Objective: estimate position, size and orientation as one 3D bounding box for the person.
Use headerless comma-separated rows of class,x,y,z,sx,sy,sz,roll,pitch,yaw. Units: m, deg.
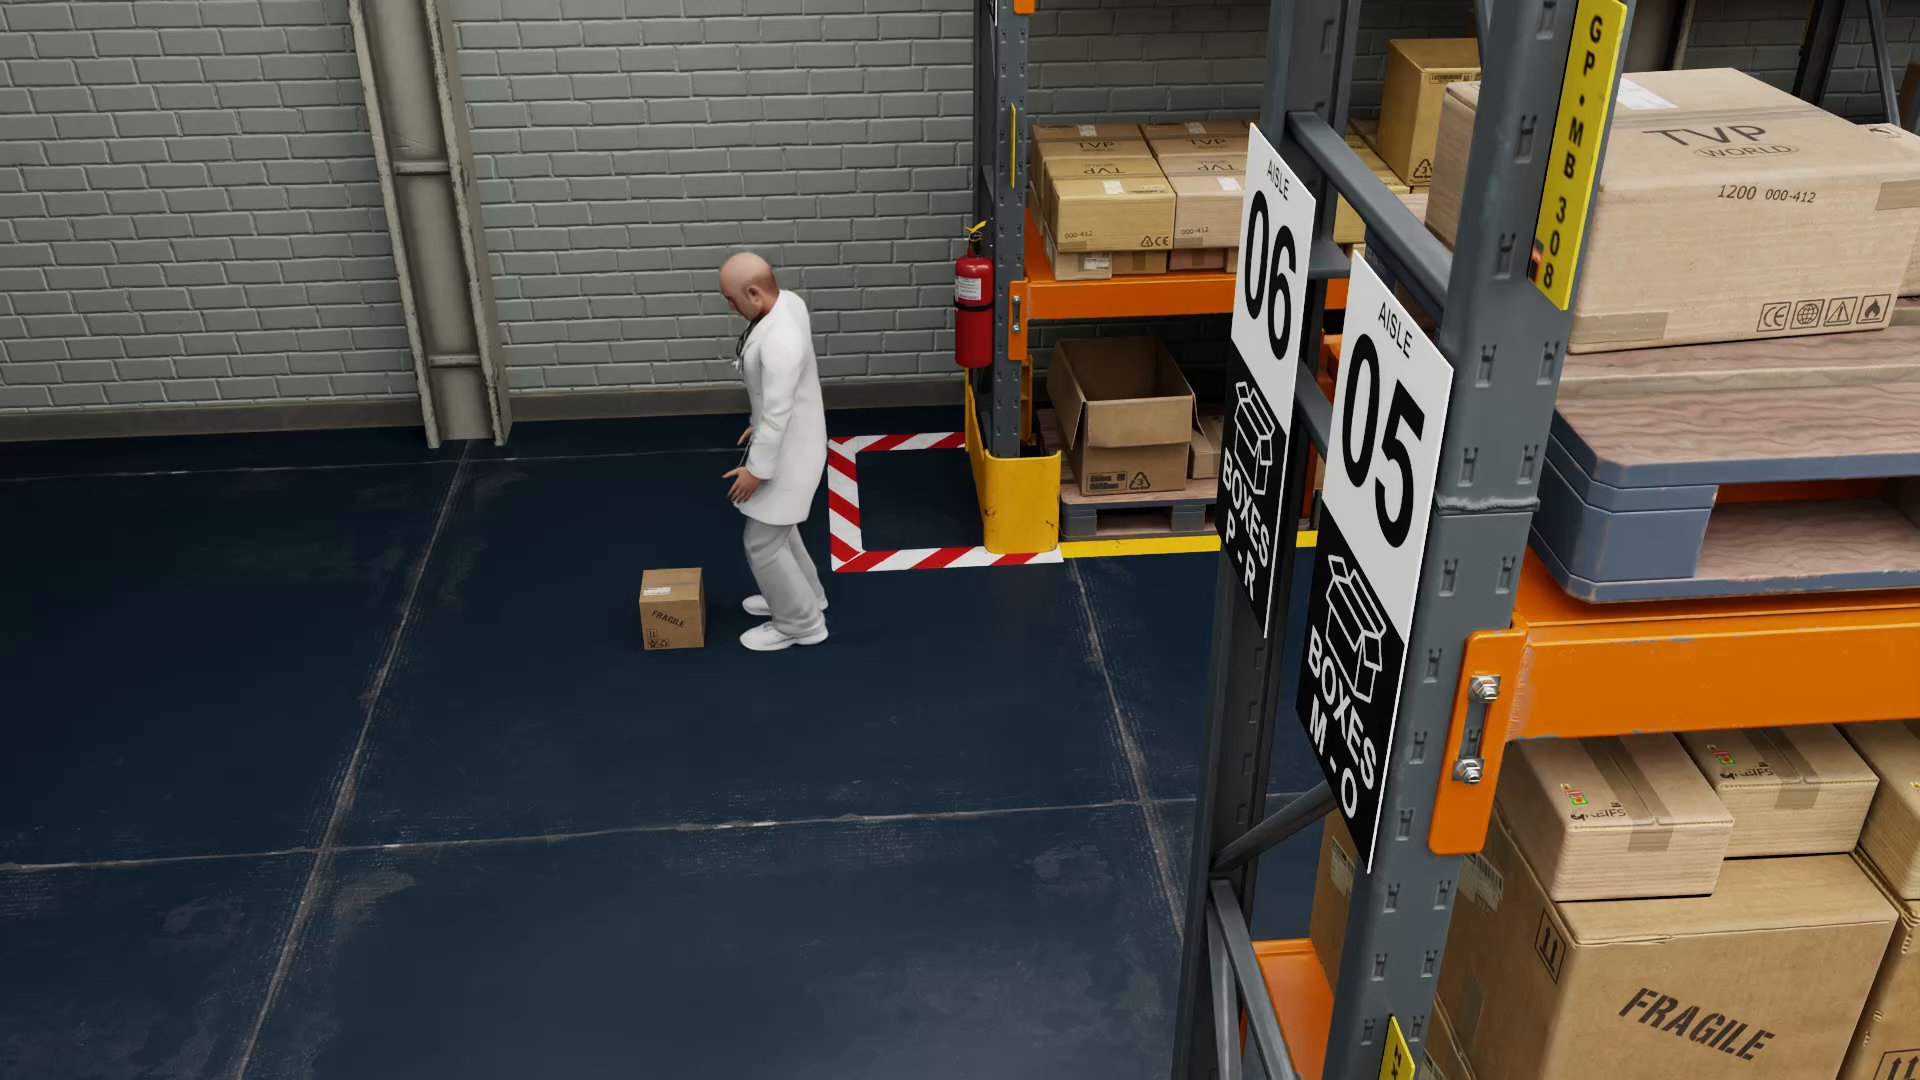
person,-0.751,-0.353,6.793,0.417,1.737,0.587,-2,31,-3
